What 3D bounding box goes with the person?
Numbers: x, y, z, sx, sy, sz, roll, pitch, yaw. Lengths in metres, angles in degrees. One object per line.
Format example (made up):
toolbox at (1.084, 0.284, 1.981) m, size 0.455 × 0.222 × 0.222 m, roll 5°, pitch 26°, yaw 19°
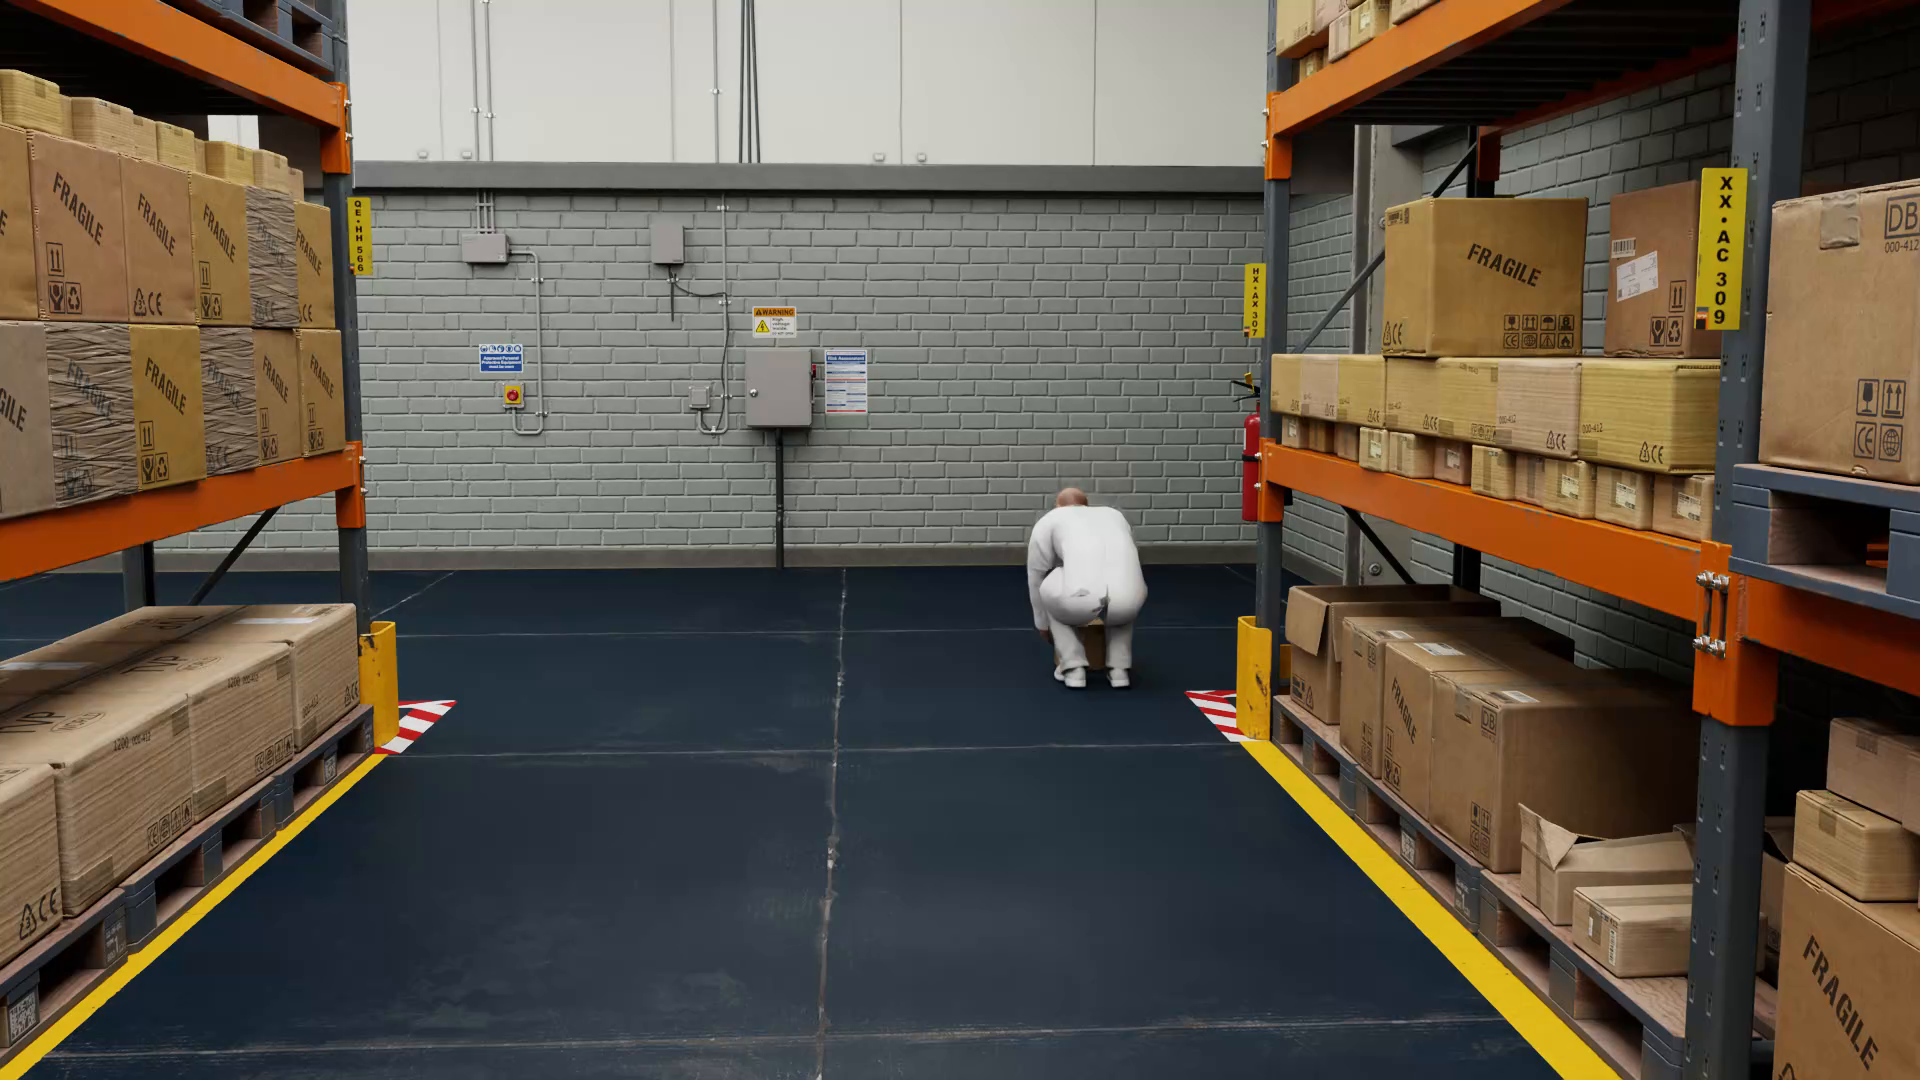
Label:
person at (0.667, 0.255, 8.639) m, size 0.608 × 0.961 × 0.891 m, roll 0°, pitch 7°, yaw -4°
